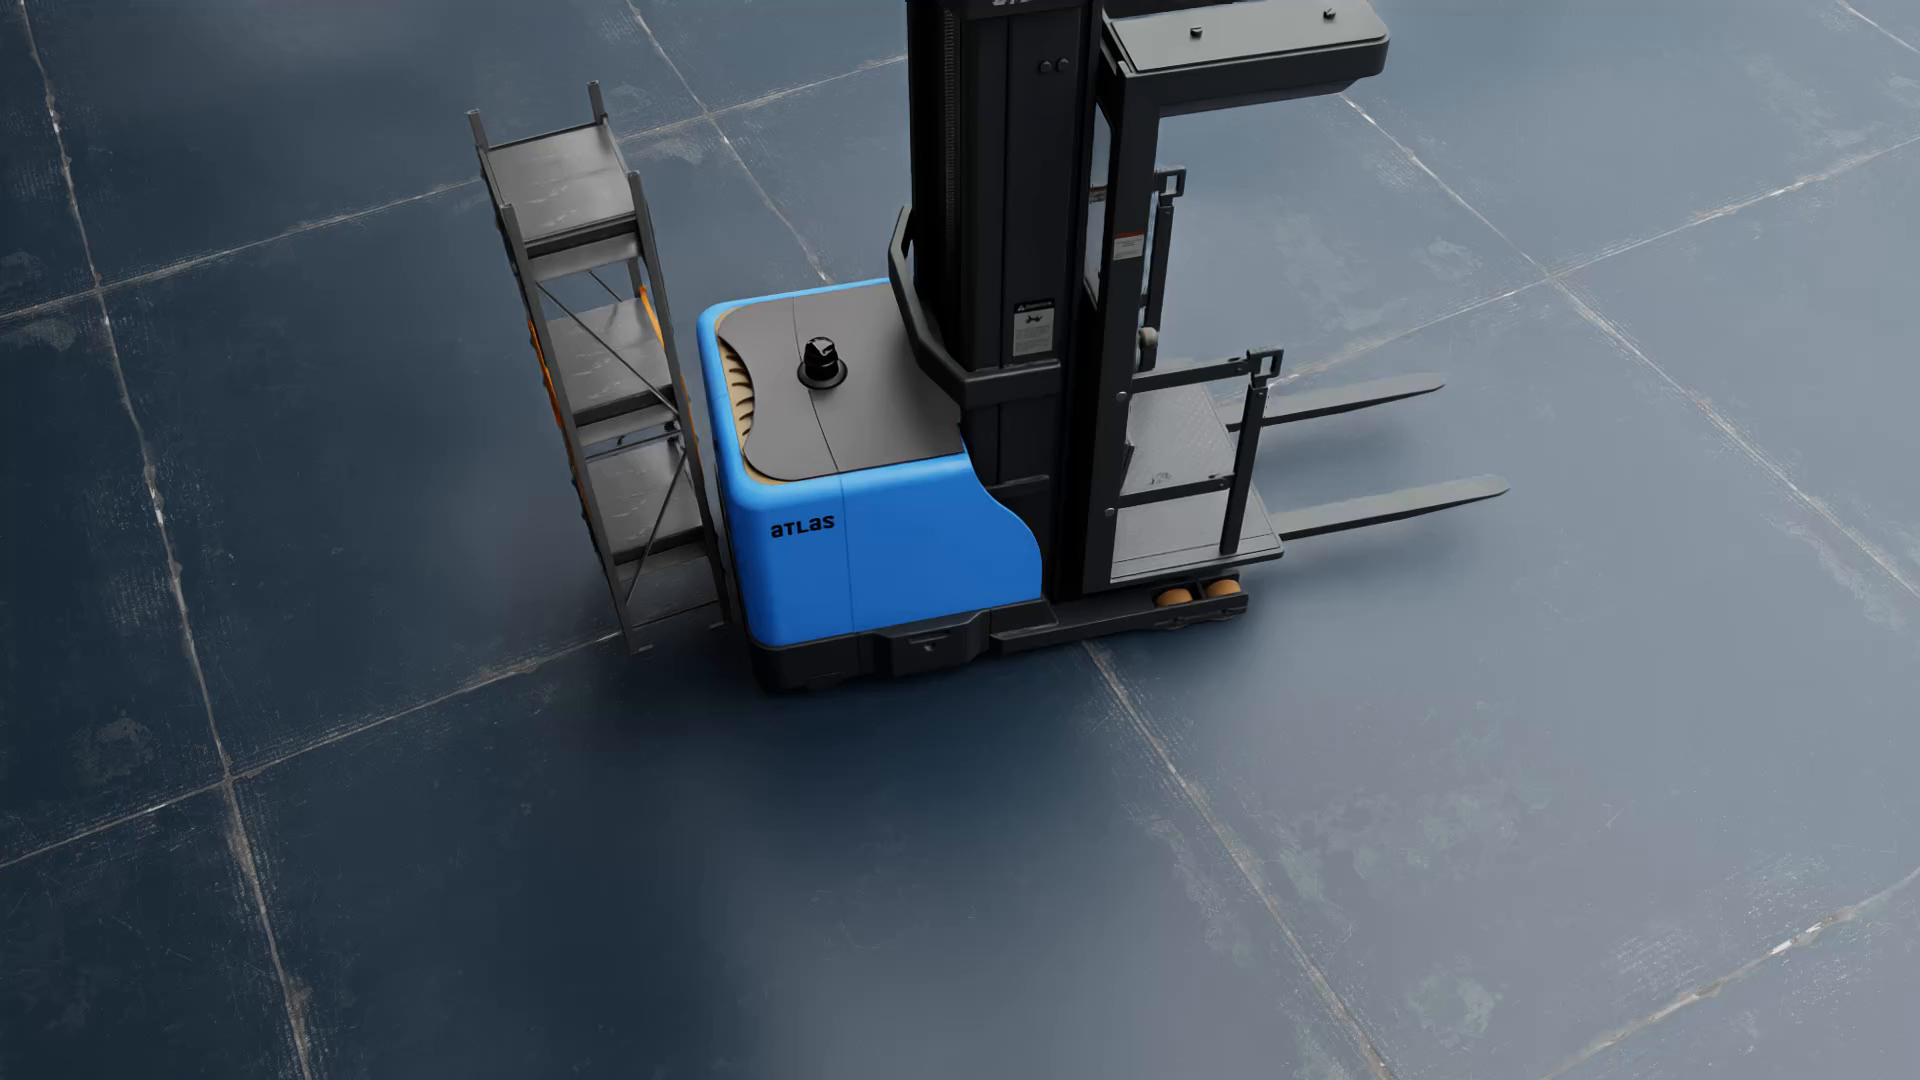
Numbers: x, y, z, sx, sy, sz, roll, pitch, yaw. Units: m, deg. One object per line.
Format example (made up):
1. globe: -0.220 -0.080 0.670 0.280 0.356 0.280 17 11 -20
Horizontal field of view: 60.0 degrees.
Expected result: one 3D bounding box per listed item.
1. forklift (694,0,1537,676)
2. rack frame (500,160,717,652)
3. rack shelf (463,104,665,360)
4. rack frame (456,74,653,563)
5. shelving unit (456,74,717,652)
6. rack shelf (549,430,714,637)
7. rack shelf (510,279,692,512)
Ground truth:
1. forklift: 0.632 -0.871 5.457 3.031 2.935 1.130 2 49 2
2. rack frame: -1.118 -0.340 5.545 0.400 2.100 0.015 -20 52 -17
3. rack shelf: -1.225 -0.957 5.173 0.431 0.518 0.480 -20 52 -17
4. rack frame: -1.331 -0.670 5.834 0.400 2.100 0.015 -20 52 -17
5. shelving unit: -1.225 -0.505 5.689 0.431 2.100 0.503 -20 52 -17
6. rack shelf: -1.225 -0.035 6.227 0.431 0.518 0.480 -20 52 -17
7. rack shelf: -1.225 -0.496 5.700 0.431 0.518 0.480 -20 52 -17
